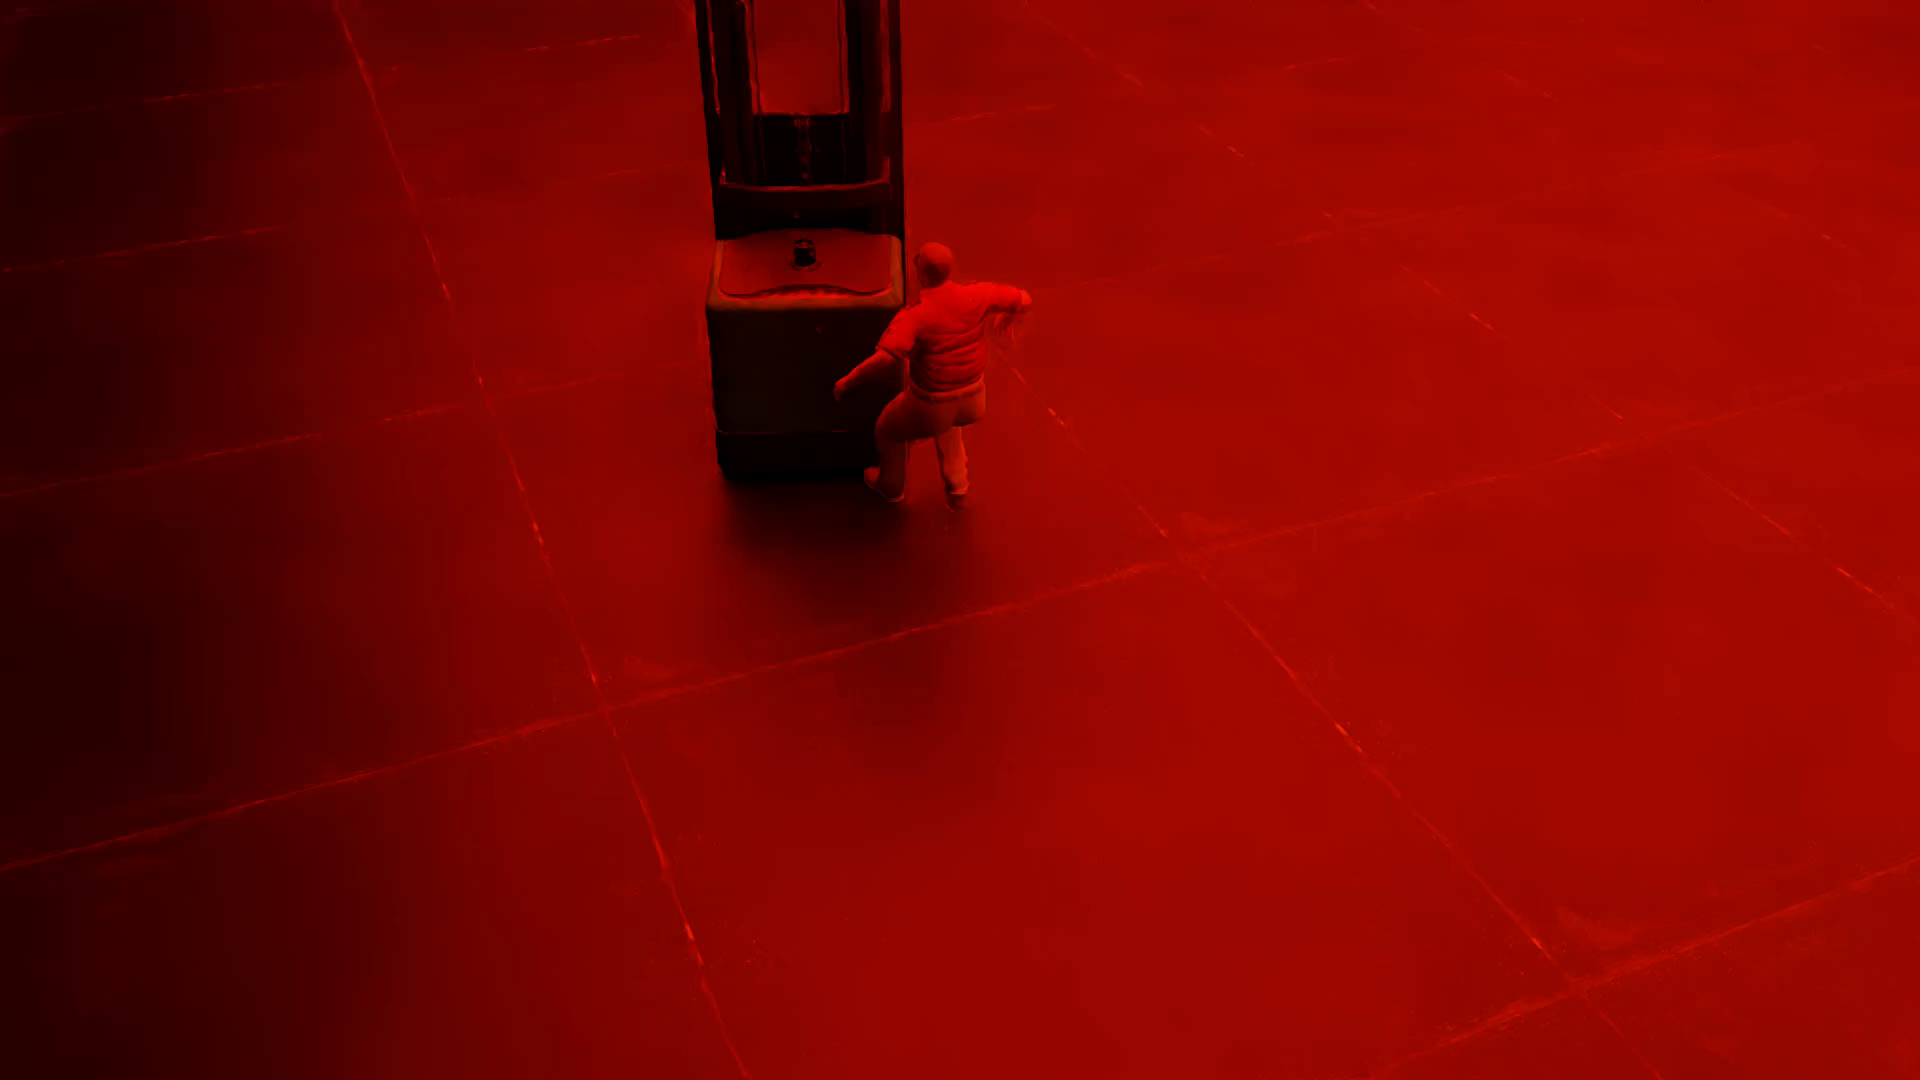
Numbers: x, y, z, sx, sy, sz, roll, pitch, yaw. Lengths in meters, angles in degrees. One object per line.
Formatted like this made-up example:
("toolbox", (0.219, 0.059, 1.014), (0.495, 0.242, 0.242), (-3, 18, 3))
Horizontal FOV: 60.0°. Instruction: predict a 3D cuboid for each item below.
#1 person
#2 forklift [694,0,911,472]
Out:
("person", (-0.211, -0.837, 8.411), (1.029, 1.608, 0.814), (-17, 39, -22))
("forklift", (-0.875, -2.394, 9.466), (1.130, 2.935, 3.031), (-2, 35, -2))
